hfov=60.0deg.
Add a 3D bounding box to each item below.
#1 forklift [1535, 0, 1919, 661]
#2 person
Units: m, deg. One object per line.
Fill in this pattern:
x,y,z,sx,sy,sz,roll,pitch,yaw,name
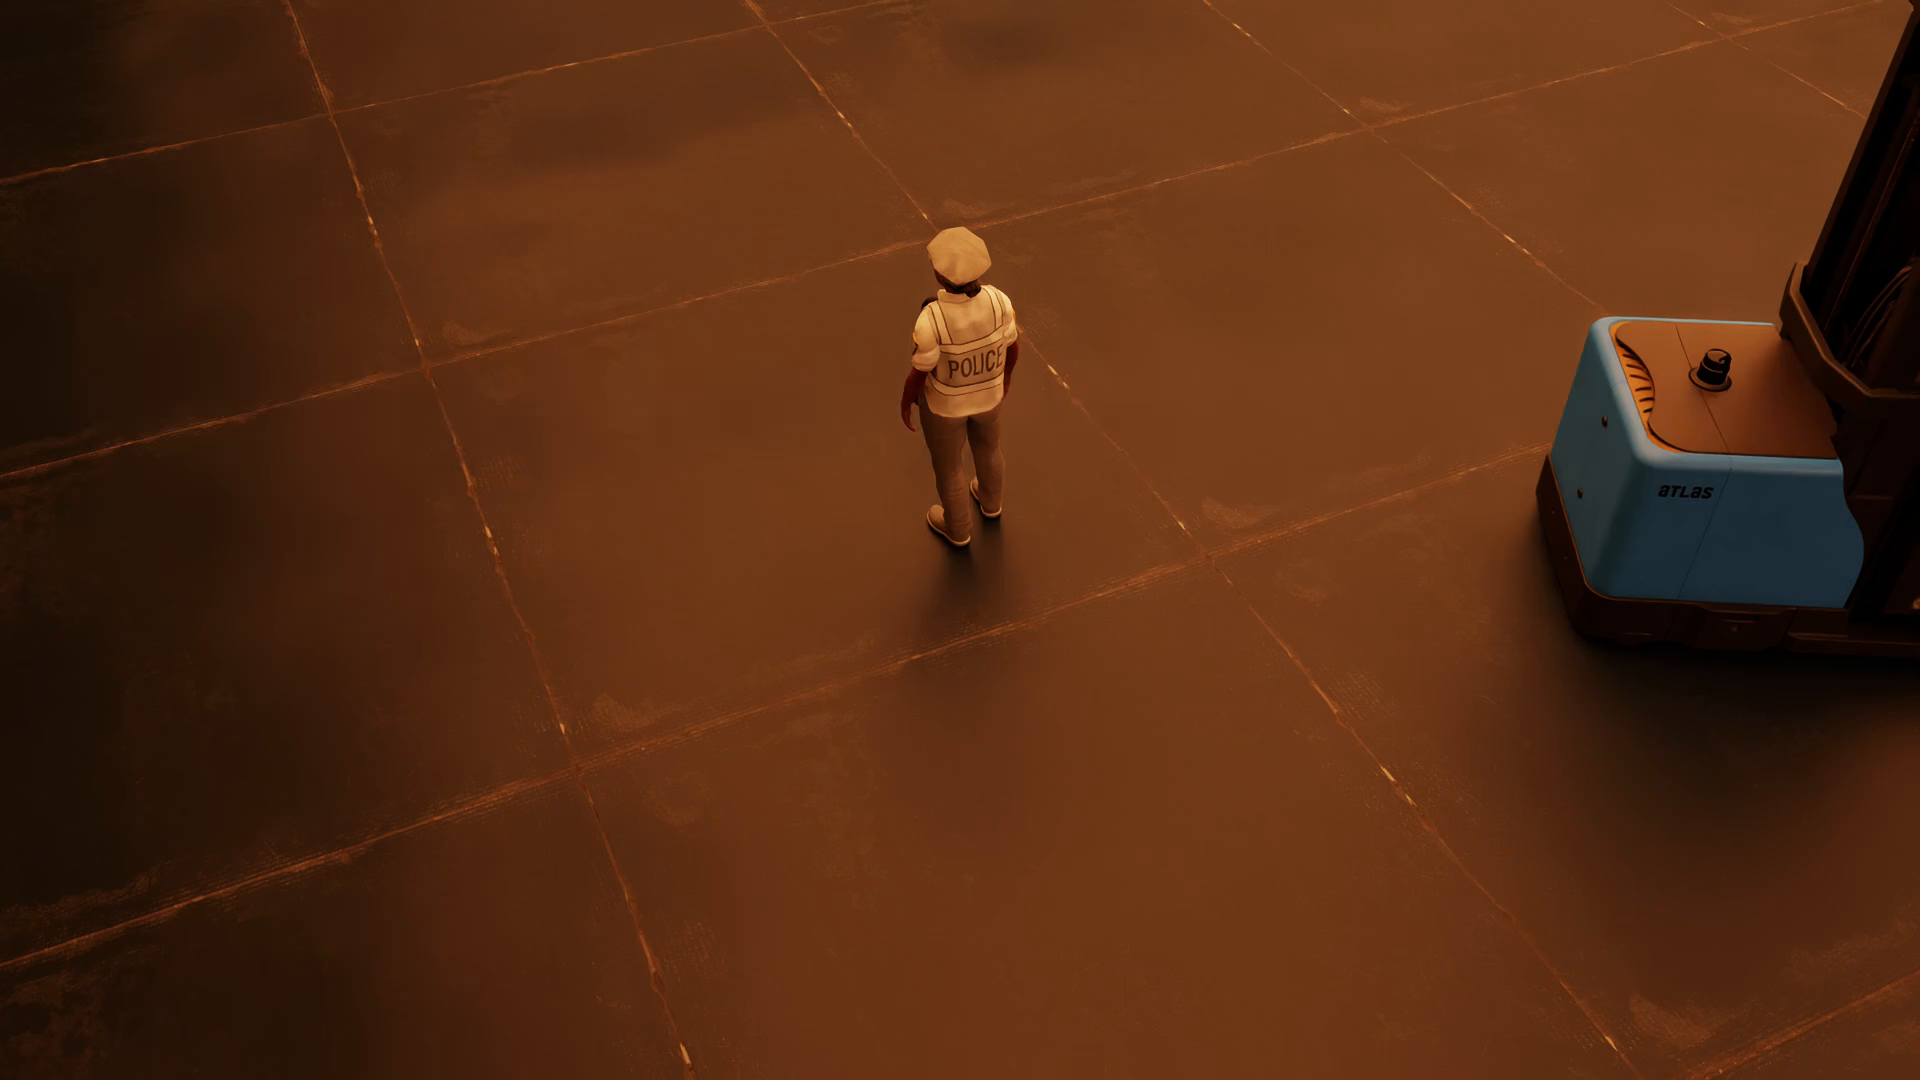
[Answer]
4.237,-0.880,6.623,3.031,2.935,1.130,3,43,3,forklift
-0.013,-0.677,7.301,0.569,1.695,0.528,-18,46,-18,person
